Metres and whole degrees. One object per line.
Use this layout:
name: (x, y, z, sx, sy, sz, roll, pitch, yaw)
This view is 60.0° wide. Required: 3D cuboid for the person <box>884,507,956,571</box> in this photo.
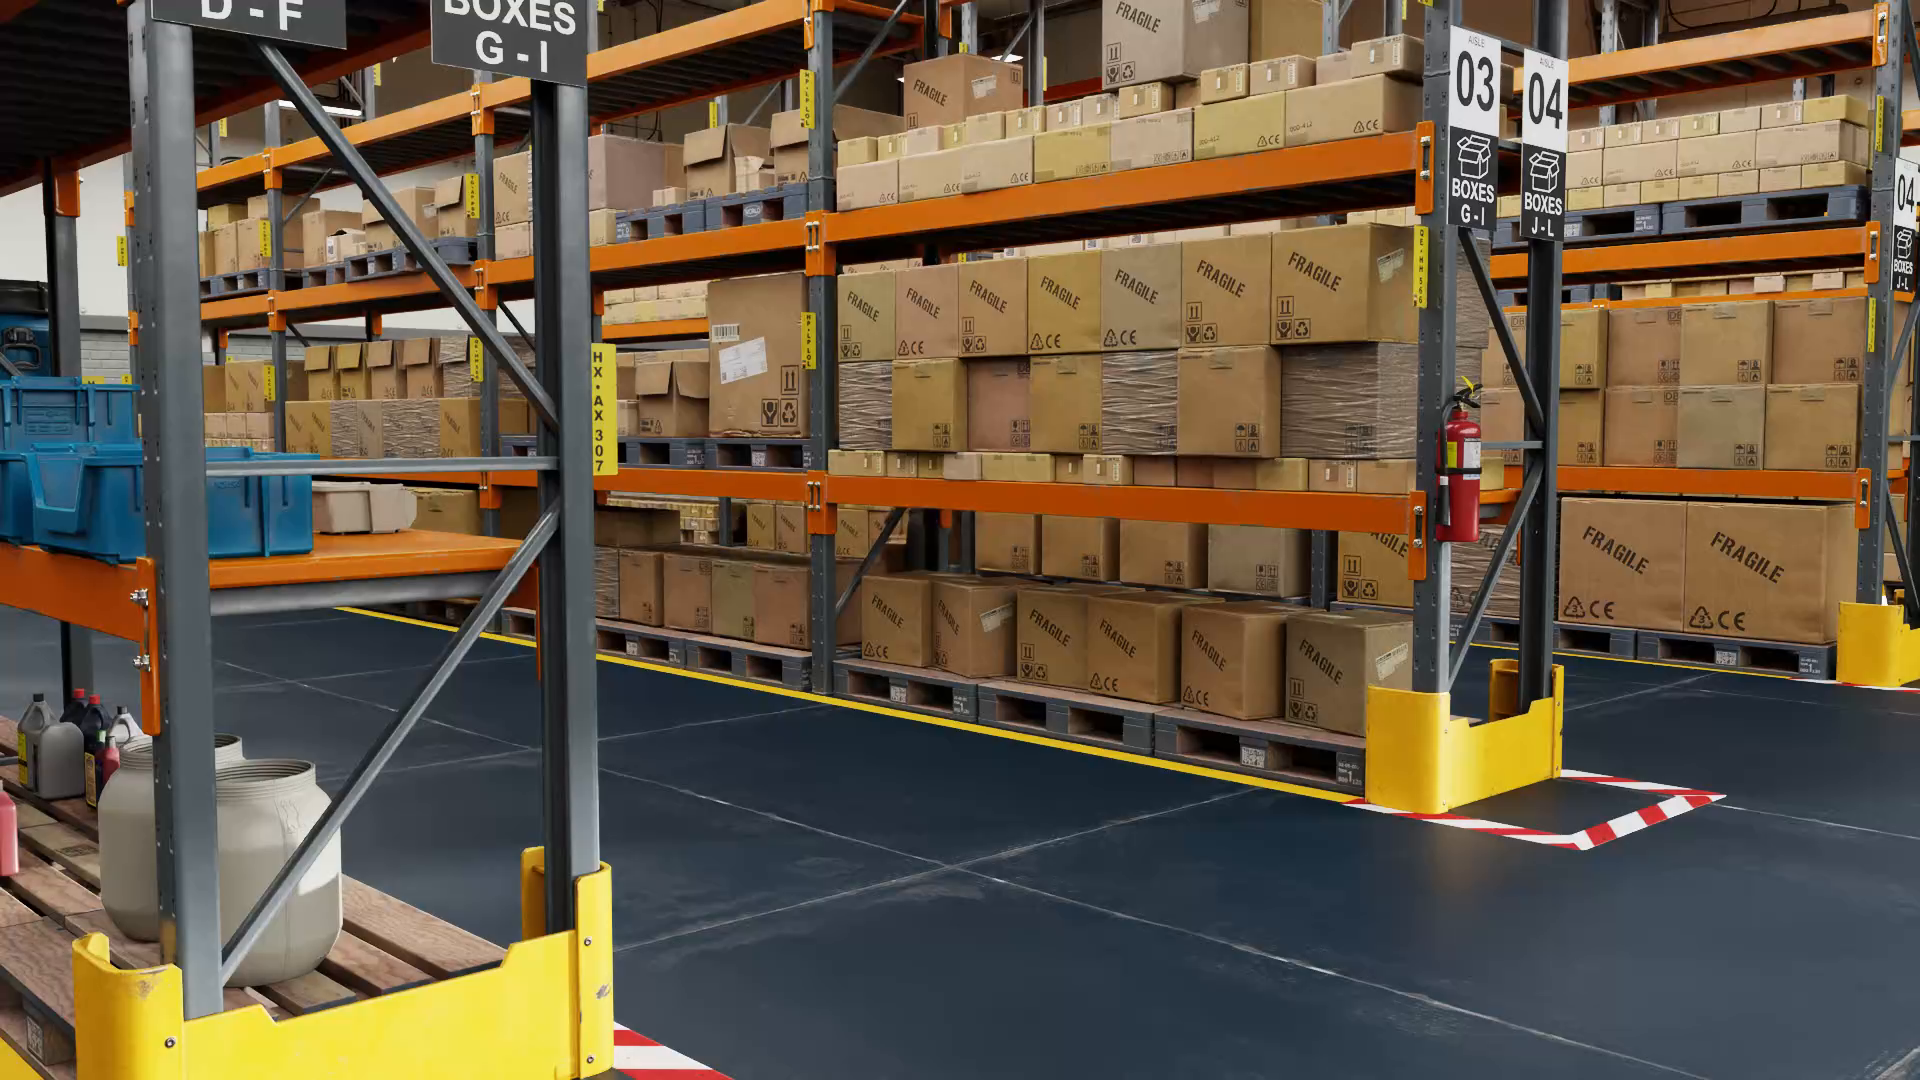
person: (-0.269, -0.089, 12.746, 0.590, 1.596, 0.582, 4, 5, 42)
